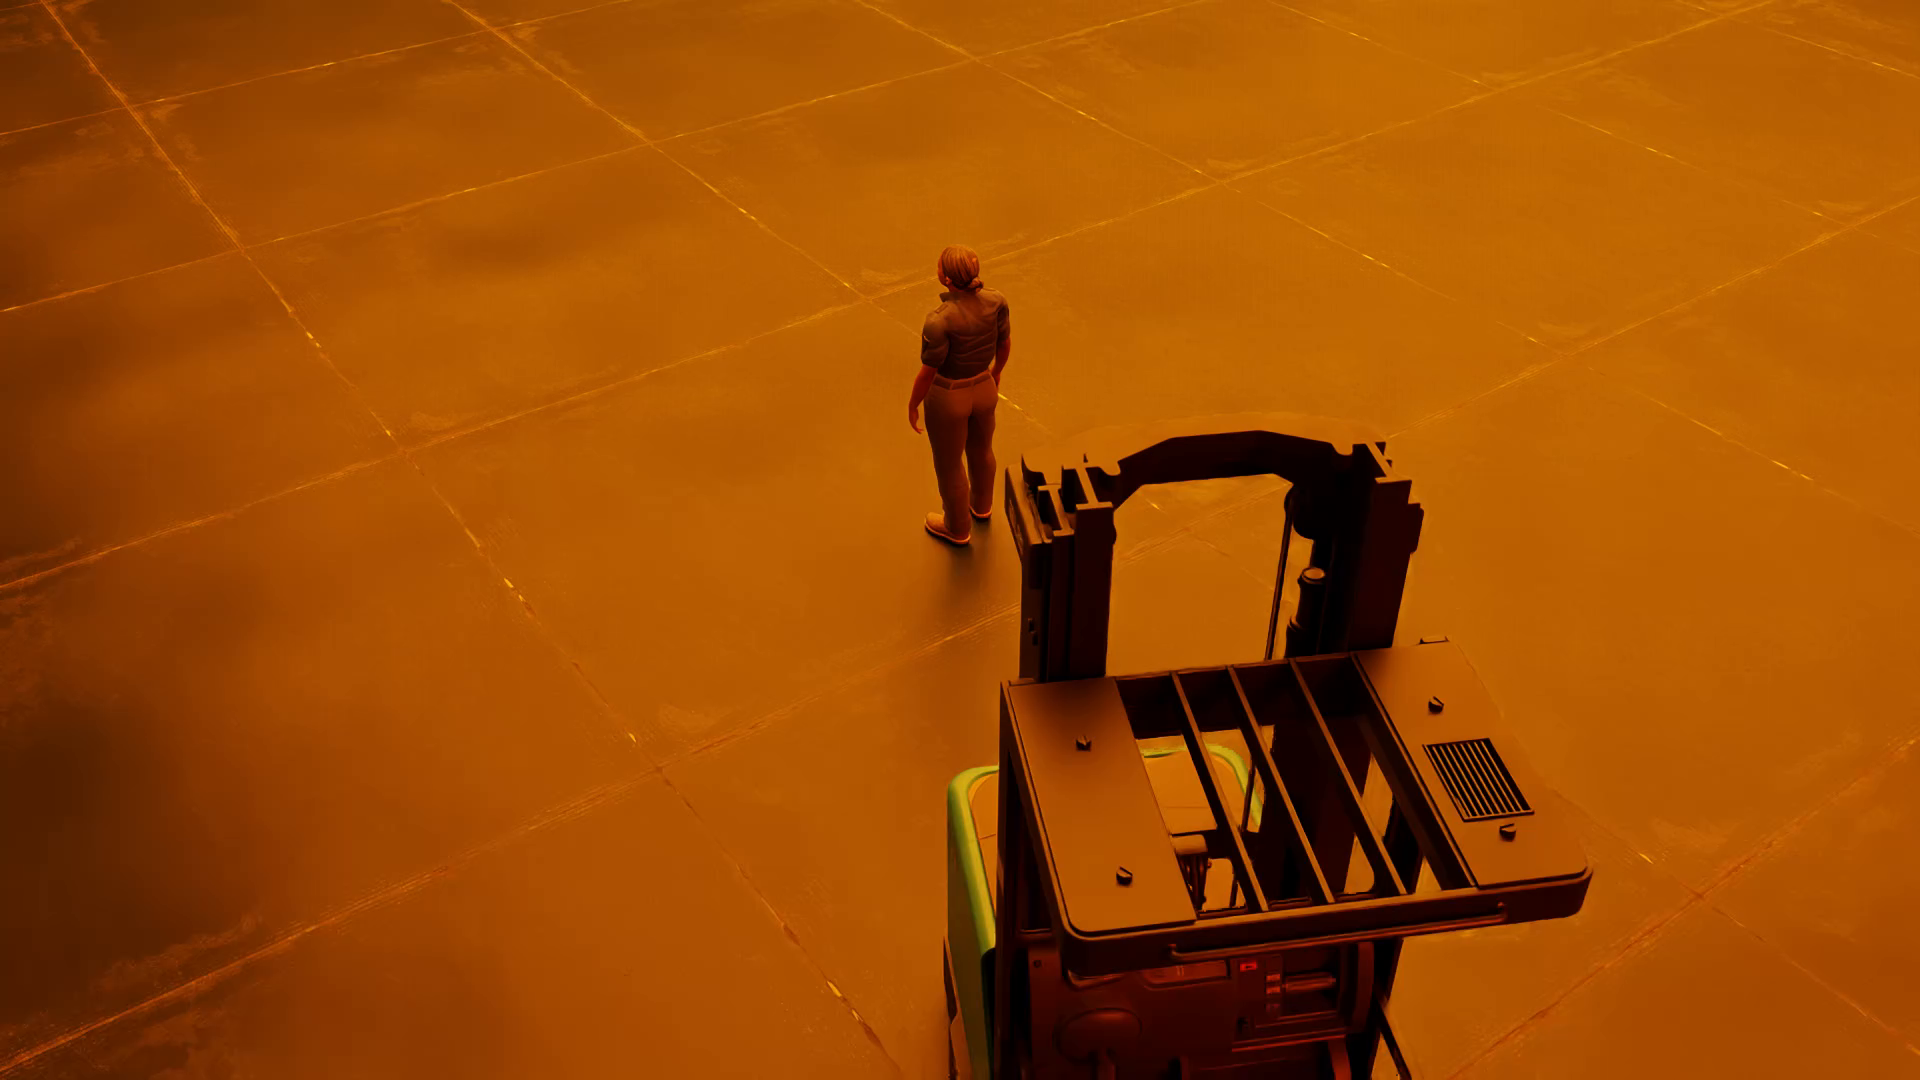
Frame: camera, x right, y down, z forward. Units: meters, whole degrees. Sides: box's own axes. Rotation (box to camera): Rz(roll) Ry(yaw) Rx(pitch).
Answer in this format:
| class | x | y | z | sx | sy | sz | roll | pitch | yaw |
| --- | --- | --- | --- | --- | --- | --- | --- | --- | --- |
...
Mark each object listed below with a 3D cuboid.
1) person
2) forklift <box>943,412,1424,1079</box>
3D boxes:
| class | x | y | z | sx | sy | sz | roll | pitch | yaw |
| --- | --- | --- | --- | --- | --- | --- | --- | --- | --- |
| person | -0.035 | -0.720 | 7.980 | 0.570 | 1.656 | 0.503 | -23 | 42 | -28 |
| forklift | 0.674 | 1.276 | 4.219 | 1.130 | 2.935 | 3.031 | -5 | 37 | -7 |
